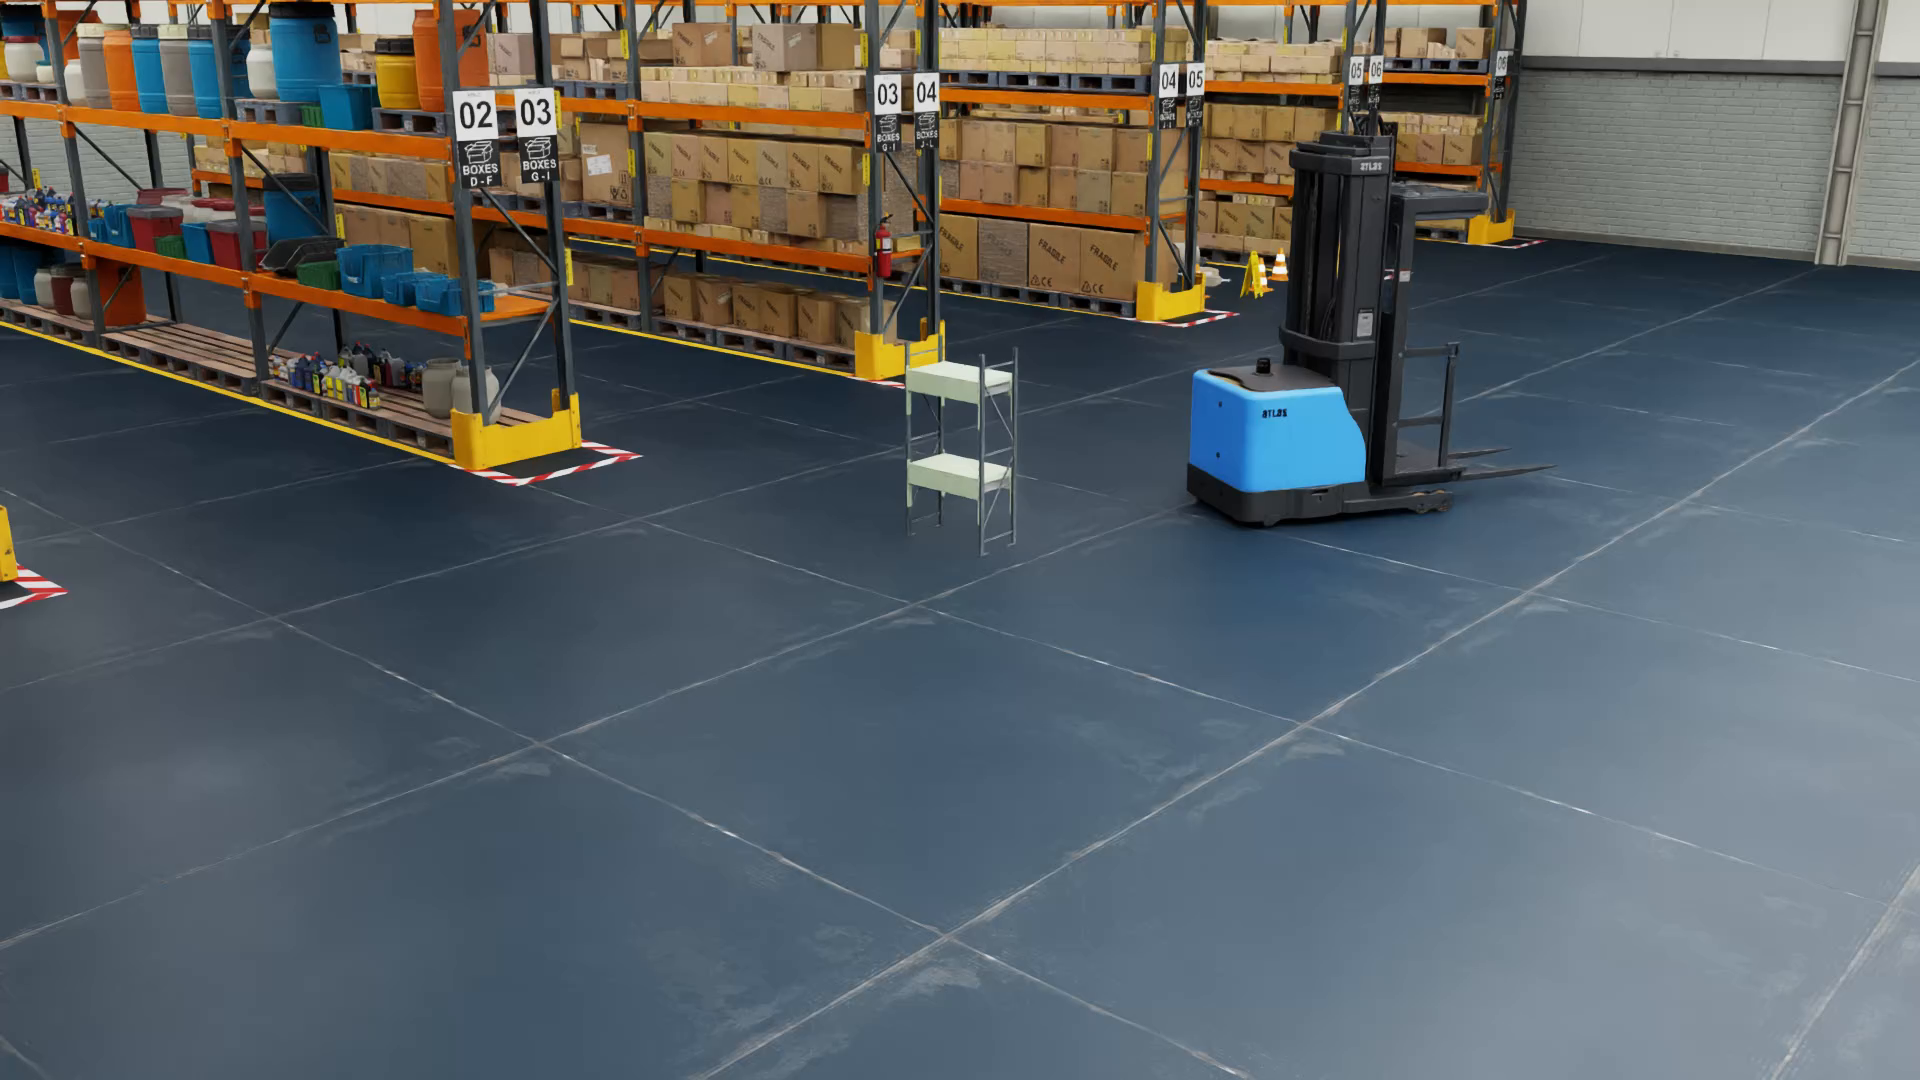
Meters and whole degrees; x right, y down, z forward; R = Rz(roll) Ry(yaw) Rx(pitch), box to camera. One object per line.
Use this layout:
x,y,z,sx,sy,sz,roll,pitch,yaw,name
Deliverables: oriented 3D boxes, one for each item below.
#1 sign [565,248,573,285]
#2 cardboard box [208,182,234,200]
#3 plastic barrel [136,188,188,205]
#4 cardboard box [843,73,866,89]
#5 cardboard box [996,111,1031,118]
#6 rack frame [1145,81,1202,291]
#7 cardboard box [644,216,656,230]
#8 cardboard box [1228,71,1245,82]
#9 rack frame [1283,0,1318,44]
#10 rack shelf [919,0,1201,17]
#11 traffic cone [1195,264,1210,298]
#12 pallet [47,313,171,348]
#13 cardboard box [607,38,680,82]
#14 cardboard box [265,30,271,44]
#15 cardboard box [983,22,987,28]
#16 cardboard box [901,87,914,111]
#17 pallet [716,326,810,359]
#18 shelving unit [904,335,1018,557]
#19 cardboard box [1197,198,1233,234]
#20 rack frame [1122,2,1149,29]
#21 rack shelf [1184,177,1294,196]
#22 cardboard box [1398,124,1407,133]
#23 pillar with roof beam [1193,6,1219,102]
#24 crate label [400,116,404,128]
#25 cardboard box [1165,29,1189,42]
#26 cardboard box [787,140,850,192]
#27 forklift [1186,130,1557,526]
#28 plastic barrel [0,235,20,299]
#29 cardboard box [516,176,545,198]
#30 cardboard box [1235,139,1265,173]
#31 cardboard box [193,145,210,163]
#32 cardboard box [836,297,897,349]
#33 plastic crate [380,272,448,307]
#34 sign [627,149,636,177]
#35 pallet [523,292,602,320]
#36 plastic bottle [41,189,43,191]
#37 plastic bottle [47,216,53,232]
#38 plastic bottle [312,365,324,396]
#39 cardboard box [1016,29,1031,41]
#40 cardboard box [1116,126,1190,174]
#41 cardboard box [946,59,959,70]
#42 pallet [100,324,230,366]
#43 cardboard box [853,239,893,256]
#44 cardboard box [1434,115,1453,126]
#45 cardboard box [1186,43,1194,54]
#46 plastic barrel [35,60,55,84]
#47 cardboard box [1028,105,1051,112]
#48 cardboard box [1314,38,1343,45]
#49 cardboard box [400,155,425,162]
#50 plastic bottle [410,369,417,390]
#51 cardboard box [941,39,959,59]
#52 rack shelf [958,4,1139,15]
-3.521,-2.447,14.906,0.005,0.325,0.100,15,23,39,sign
-12.037,-5.602,28.122,0.875,0.875,0.875,15,23,39,cardboard box
-9.325,-3.838,19.521,0.708,0.536,0.600,15,23,39,plastic barrel
-1.017,-4.845,17.551,0.250,0.149,0.380,15,23,39,cardboard box
0.972,-7.199,28.986,0.500,0.500,0.500,16,23,40,cardboard box
2.766,-4.414,21.561,0.127,3.000,1.000,15,23,39,rack frame
-3.632,-3.884,20.307,0.250,0.149,0.380,15,23,39,cardboard box
4.345,-7.171,25.704,0.250,0.149,0.380,15,23,39,cardboard box
6.276,-10.340,30.318,0.127,3.000,1.000,15,23,39,rack frame
1.270,-7.141,22.088,4.000,0.370,1.077,15,23,39,rack shelf
3.311,-3.633,23.293,0.334,0.463,0.336,15,23,39,traffic cone
-10.490,-2.617,20.510,1.213,0.211,1.003,15,23,39,pallet
-3.879,-5.911,20.455,0.637,0.503,0.797,14,22,37,cardboard box
-10.202,-7.590,25.586,0.500,0.500,0.700,13,22,36,cardboard box
0.567,-10.938,35.540,0.258,0.266,0.396,15,23,38,cardboard box
-0.791,-4.825,18.147,0.500,0.250,0.500,16,24,41,cardboard box
-2.151,-2.414,19.870,1.213,0.211,1.003,15,23,39,pallet
0.005,-0.714,12.381,0.755,1.500,0.431,15,23,39,shelving unit
4.041,-5.215,26.698,0.500,0.500,0.500,17,24,42,cardboard box
2.984,-9.217,26.777,0.127,3.000,1.000,15,23,39,rack frame
4.480,-5.613,26.528,4.000,0.370,1.077,15,23,39,rack shelf
7.847,-7.293,29.395,0.250,0.149,0.380,15,23,40,cardboard box
2.000,-10.112,29.597,0.400,9.000,9.100,15,23,39,pillar with roof beam
-5.070,-4.001,15.546,0.408,0.251,0.502,15,23,39,crate label
2.728,-6.491,21.384,0.250,0.149,0.380,15,23,40,cardboard box
-1.555,-4.132,18.362,0.500,0.500,0.500,15,23,39,cardboard box
3.434,-1.754,13.292,3.031,2.935,1.130,-6,19,-18,forklift
-12.469,-3.688,22.048,0.708,0.901,0.600,15,23,39,plastic barrel
-5.484,-4.658,21.885,0.500,0.250,0.500,14,22,38,cardboard box
4.644,-5.993,25.880,0.500,0.500,0.500,15,23,39,cardboard box
-12.389,-6.437,27.693,0.500,0.250,0.500,14,23,38,cardboard box
-1.058,-2.450,18.811,0.500,0.500,0.500,-13,22,-36,cardboard box
-4.944,-2.285,15.099,0.408,0.251,0.499,15,23,39,plastic crate
-3.959,-4.541,20.047,0.005,0.325,0.100,15,23,39,sign
-5.094,-3.187,22.305,1.213,0.211,1.003,15,23,39,pallet
-12.152,-4.503,22.035,0.133,0.283,0.061,15,23,39,plastic bottle
-10.924,-3.820,20.018,0.097,0.201,0.097,0,18,0,plastic bottle
-6.316,-1.573,16.373,0.133,0.283,0.061,16,24,42,plastic bottle
0.959,-6.699,22.042,0.250,0.149,0.380,15,23,39,cardboard box
2.514,-5.083,21.637,0.550,0.550,0.875,15,23,39,cardboard box
0.016,-6.573,22.962,0.250,0.149,0.380,15,23,39,cardboard box
-9.319,-2.304,19.523,1.213,0.211,1.003,15,23,39,pallet
-0.952,-3.203,18.160,0.250,0.149,0.380,15,23,39,cardboard box
8.442,-7.290,28.893,0.250,0.149,0.380,16,23,40,cardboard box
3.587,-7.751,26.214,0.250,0.149,0.380,15,23,39,cardboard box
-10.772,-5.544,19.697,0.301,0.262,0.301,0,18,0,plastic barrel
1.404,-7.595,29.159,0.250,0.149,0.380,14,22,37,cardboard box
6.737,-8.894,30.006,0.500,0.311,0.500,16,23,40,cardboard box
-7.607,-5.726,23.872,0.637,0.503,0.797,16,23,40,cardboard box
-5.444,-1.611,16.627,0.097,0.201,0.097,0,18,0,plastic bottle
-0.046,-6.803,23.028,0.500,0.250,0.500,15,23,40,cardboard box
1.789,-11.012,34.283,4.000,0.370,1.077,15,23,39,rack shelf
